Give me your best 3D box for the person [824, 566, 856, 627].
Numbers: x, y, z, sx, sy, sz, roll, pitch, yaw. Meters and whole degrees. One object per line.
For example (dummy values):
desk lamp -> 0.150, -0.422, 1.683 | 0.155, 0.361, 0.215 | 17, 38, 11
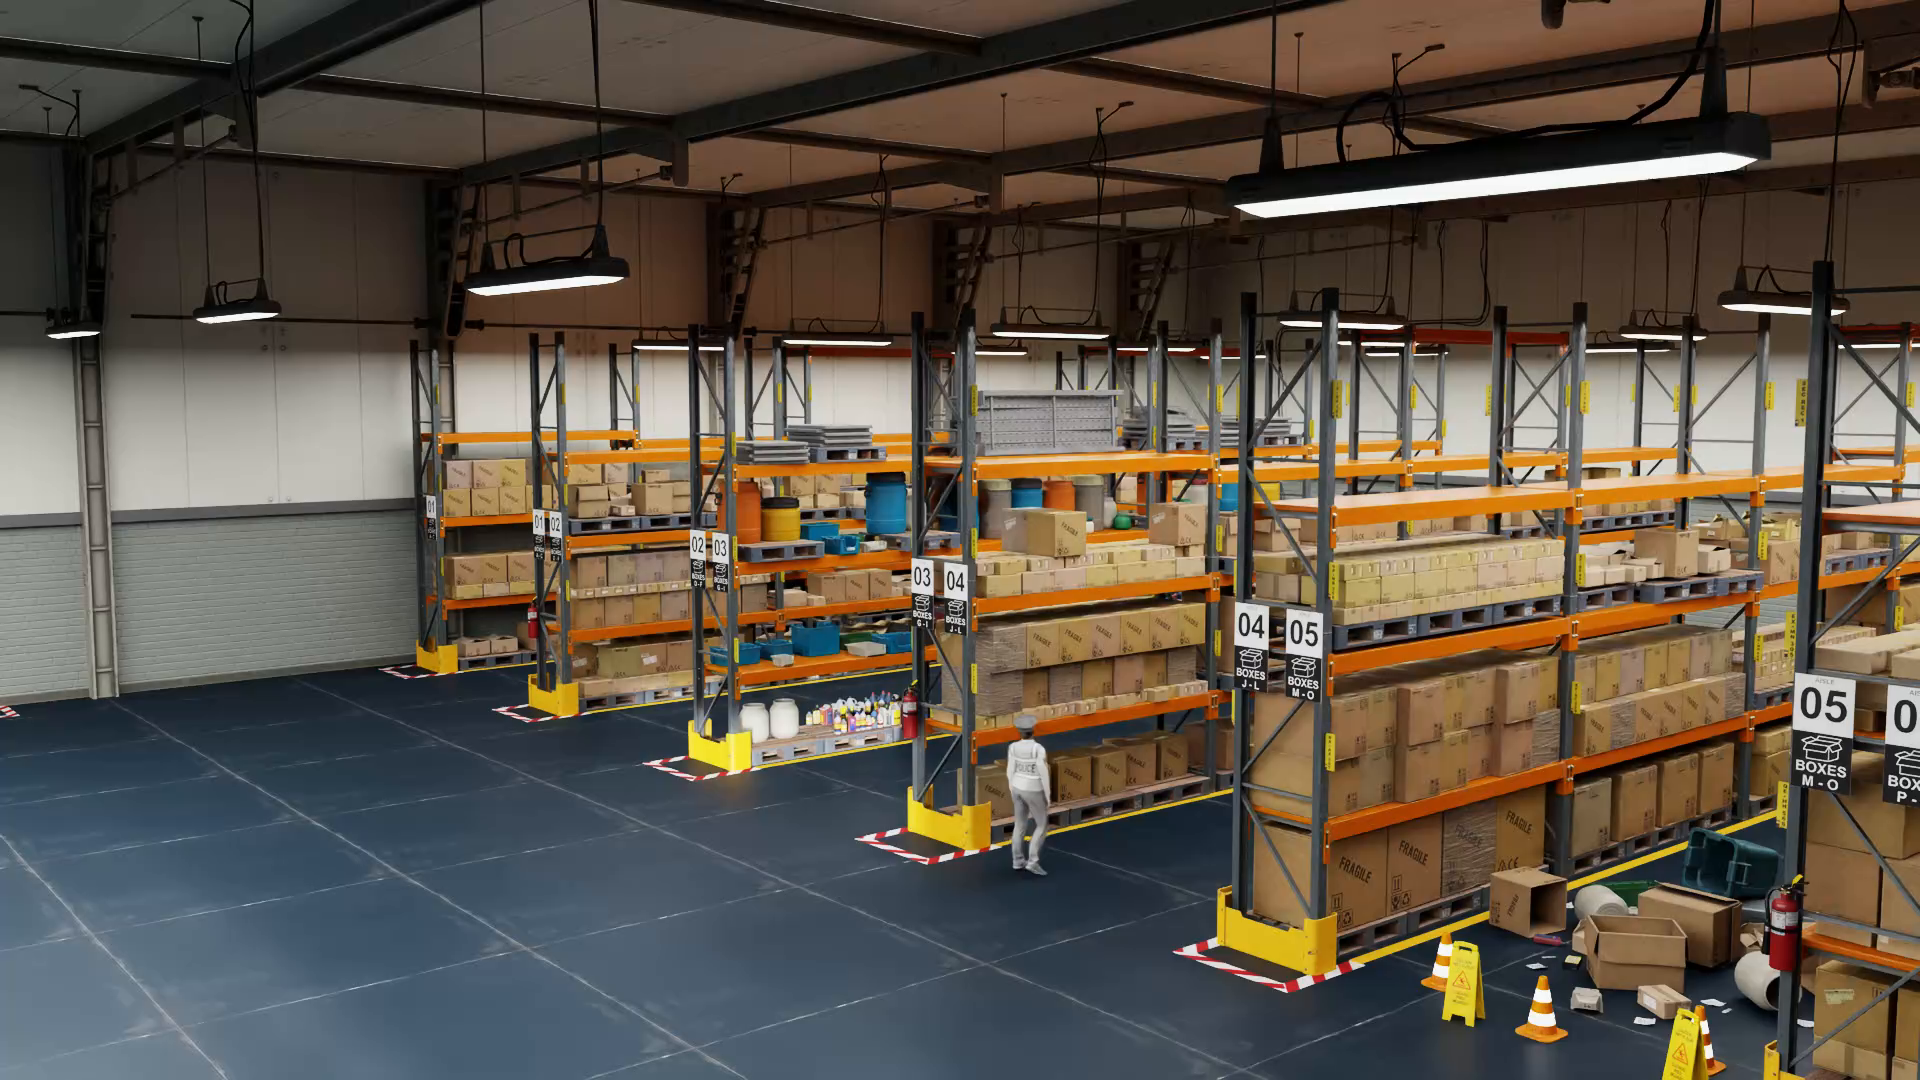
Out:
person -> -2.415, 1.256, 33.328 | 0.532, 1.640, 0.917 | 5, 7, 44

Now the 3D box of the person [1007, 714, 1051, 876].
person -> 0.726, 2.708, 17.642 | 0.376, 1.736, 0.496 | -4, 7, -39
